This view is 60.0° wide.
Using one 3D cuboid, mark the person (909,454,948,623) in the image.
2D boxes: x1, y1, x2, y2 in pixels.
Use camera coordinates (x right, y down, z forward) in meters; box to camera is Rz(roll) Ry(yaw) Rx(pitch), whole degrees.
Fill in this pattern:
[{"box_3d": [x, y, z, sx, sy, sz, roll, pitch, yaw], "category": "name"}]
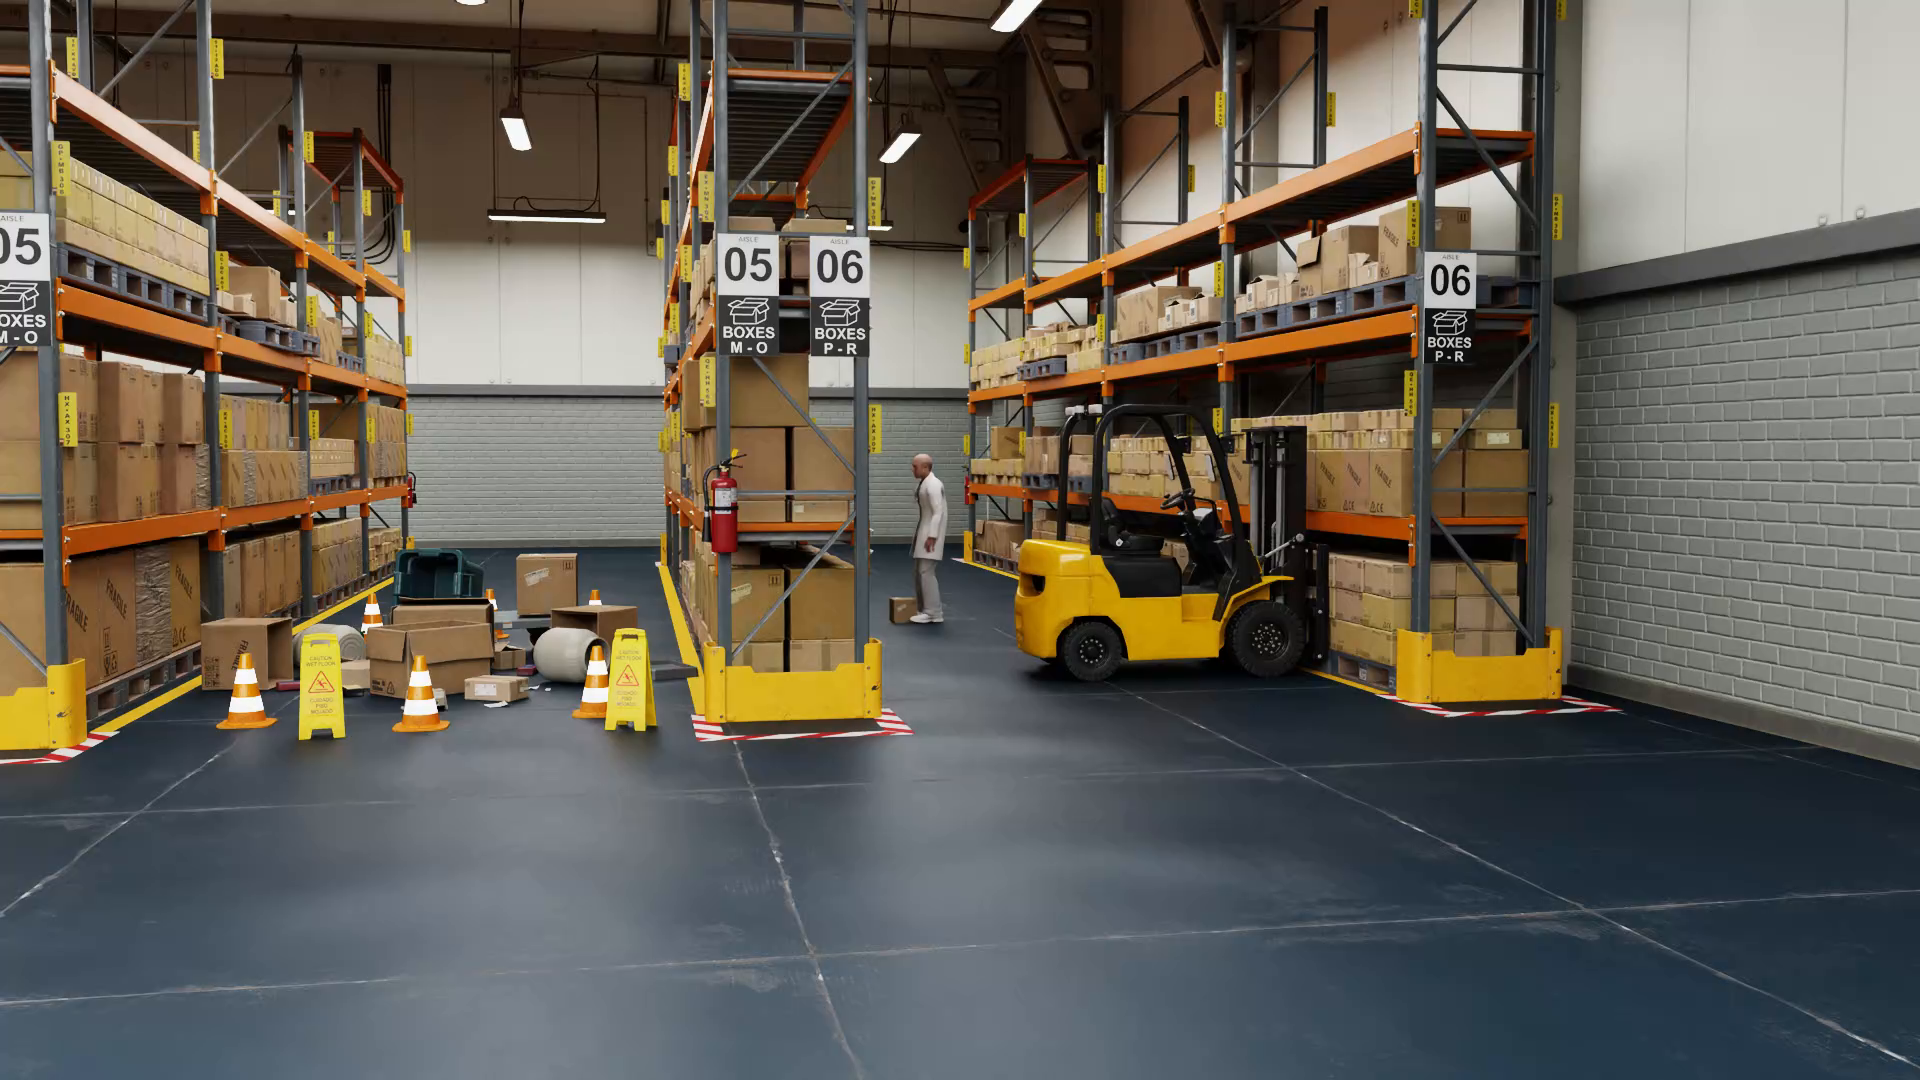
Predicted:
[{"box_3d": [-0.352, -0.022, 17.553, 0.428, 1.772, 0.640, -1, 3, -14], "category": "person"}]
